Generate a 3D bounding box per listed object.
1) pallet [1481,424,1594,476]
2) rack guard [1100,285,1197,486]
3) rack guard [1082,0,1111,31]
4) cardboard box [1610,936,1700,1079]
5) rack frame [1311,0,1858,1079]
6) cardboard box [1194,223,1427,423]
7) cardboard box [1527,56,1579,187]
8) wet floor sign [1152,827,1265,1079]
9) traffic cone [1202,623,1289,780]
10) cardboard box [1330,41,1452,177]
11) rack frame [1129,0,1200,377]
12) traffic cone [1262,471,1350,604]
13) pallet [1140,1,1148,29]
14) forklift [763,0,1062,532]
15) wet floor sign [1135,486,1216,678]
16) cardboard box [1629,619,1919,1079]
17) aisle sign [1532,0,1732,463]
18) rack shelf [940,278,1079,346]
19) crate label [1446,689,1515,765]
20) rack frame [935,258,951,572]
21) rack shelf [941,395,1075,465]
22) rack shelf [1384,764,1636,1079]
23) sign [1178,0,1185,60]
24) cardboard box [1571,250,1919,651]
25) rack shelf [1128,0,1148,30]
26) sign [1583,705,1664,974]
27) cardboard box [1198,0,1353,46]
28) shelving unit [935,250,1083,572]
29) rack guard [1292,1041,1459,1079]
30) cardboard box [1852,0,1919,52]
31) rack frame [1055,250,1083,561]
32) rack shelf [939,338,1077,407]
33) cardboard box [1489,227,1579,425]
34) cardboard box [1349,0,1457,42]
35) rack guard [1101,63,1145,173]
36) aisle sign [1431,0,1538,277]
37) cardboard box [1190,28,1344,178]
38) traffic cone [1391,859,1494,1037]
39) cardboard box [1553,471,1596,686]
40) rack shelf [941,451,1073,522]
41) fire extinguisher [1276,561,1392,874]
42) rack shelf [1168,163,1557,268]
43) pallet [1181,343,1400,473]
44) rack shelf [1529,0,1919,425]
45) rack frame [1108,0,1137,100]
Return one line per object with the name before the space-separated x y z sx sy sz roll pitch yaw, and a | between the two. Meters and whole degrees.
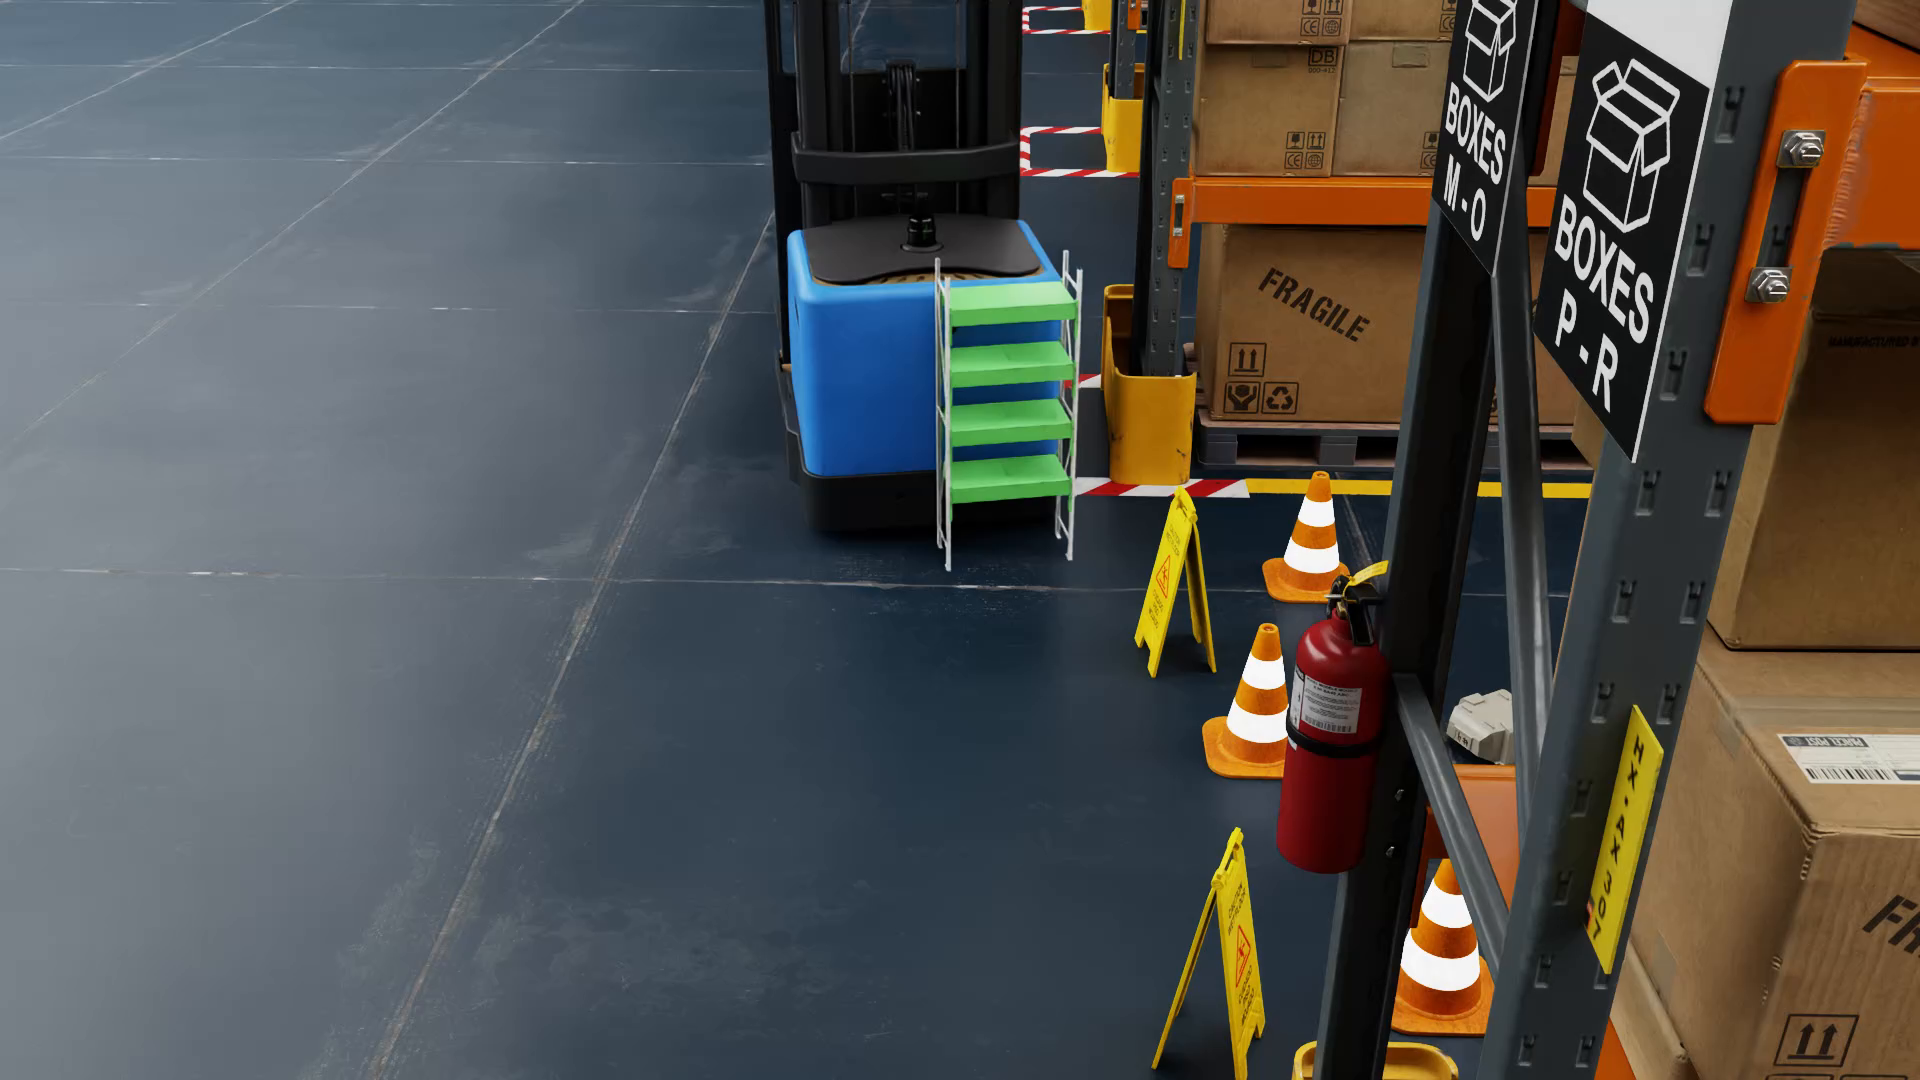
pallet | 2.887 -0.606 7.668 1.213 0.211 1.003 1 28 2
rack guard | 0.845 -0.732 7.597 0.348 0.500 1.175 1 28 2
rack guard | 1.398 -5.391 16.386 0.348 0.500 1.175 1 28 2
cardboard box | 1.128 0.696 2.503 0.250 0.149 0.380 1 28 2
rack frame | 0.795 0.484 2.634 0.053 2.616 0.949 1 28 2
cardboard box | 1.549 -1.103 7.448 0.875 0.875 0.875 1 28 2
cardboard box | 2.347 -1.851 6.878 0.550 0.550 0.875 1 28 2
wet floor sign | 0.643 1.019 4.139 0.232 0.644 0.267 11 30 19
traffic cone | 0.970 0.481 5.348 0.334 0.463 0.336 1 28 2
cardboard box | 1.792 -1.919 7.007 0.550 0.550 0.875 1 28 2
rack frame | 0.869 -1.836 7.011 0.127 3.000 1.000 1 28 2
traffic cone | 1.350 -0.042 6.335 0.334 0.463 0.336 1 28 2
pallet | 2.209 -5.247 16.423 1.213 0.211 1.003 1 28 2
forklift | -0.316 -1.995 7.384 1.130 2.935 3.031 -4 28 -8
wet floor sign | 0.770 0.130 5.815 0.232 0.644 0.267 -4 28 -7
cardboard box | 1.259 0.445 2.284 0.500 0.500 0.500 1 28 1
aisle sign | 0.723 -0.522 1.757 0.004 0.787 0.394 1 28 2
rack shelf | 0.177 -0.849 6.182 0.480 0.148 0.258 -5 28 -9
crate label | 1.758 0.609 5.454 0.298 0.136 0.250 -14 31 -24
rack frame | -0.064 -0.461 6.339 0.015 1.200 0.240 -5 28 -9
rack shelf | 0.177 -0.425 6.407 0.480 0.148 0.258 -5 28 -9
rack shelf | 2.794 0.833 2.743 4.000 0.370 1.077 1 28 2
sign | 0.844 -1.994 6.300 0.005 0.325 0.100 1 28 2
cardboard box | 1.314 -0.229 2.487 0.500 0.500 0.700 0 28 1
rack shelf | 3.144 -3.805 11.494 4.000 0.370 1.077 1 28 2
sign | 0.777 0.354 1.955 0.005 0.325 0.100 1 28 2
cardboard box | 1.239 -2.355 6.677 0.550 0.550 0.875 1 28 2
shelving unit | 0.177 -0.481 6.377 0.503 1.200 0.258 -5 28 -9
rack guard | 0.871 1.588 3.220 0.348 0.500 1.175 1 28 2
cardboard box | 1.116 -0.574 1.696 0.250 0.149 0.380 1 28 2
rack frame | 0.417 -0.501 6.415 0.015 1.200 0.240 -5 28 -9
rack shelf | 0.177 -0.637 6.294 0.480 0.148 0.258 -5 28 -9
cardboard box | 2.429 -1.089 7.422 0.875 0.875 0.875 1 28 1
cardboard box | 1.792 -2.389 6.742 0.550 0.550 0.875 1 28 2
rack guard | 1.221 -3.050 11.971 0.348 0.500 1.175 1 28 2
aisle sign | 0.744 -0.803 2.286 0.004 0.787 0.394 1 28 2
cardboard box | 1.242 -1.917 7.004 0.550 0.550 0.875 1 28 2
traffic cone | 1.271 1.007 4.357 0.334 0.463 0.336 1 28 2
cardboard box | 1.348 0.187 2.770 0.500 0.500 0.500 0 28 1
rack shelf | 0.177 -0.213 6.519 0.480 0.148 0.258 -5 28 -9
fire extinguisher | 0.697 0.299 3.066 0.183 0.674 0.296 1 28 2
rack shelf | 2.868 -1.485 7.117 4.000 0.370 1.077 1 28 2
pallet | 1.671 -0.627 7.708 1.213 0.211 1.003 1 28 2
rack shelf | 2.794 -0.492 2.041 4.000 0.370 1.077 1 28 2
rack frame | 1.145 -4.156 11.388 0.127 3.000 1.000 1 28 2
